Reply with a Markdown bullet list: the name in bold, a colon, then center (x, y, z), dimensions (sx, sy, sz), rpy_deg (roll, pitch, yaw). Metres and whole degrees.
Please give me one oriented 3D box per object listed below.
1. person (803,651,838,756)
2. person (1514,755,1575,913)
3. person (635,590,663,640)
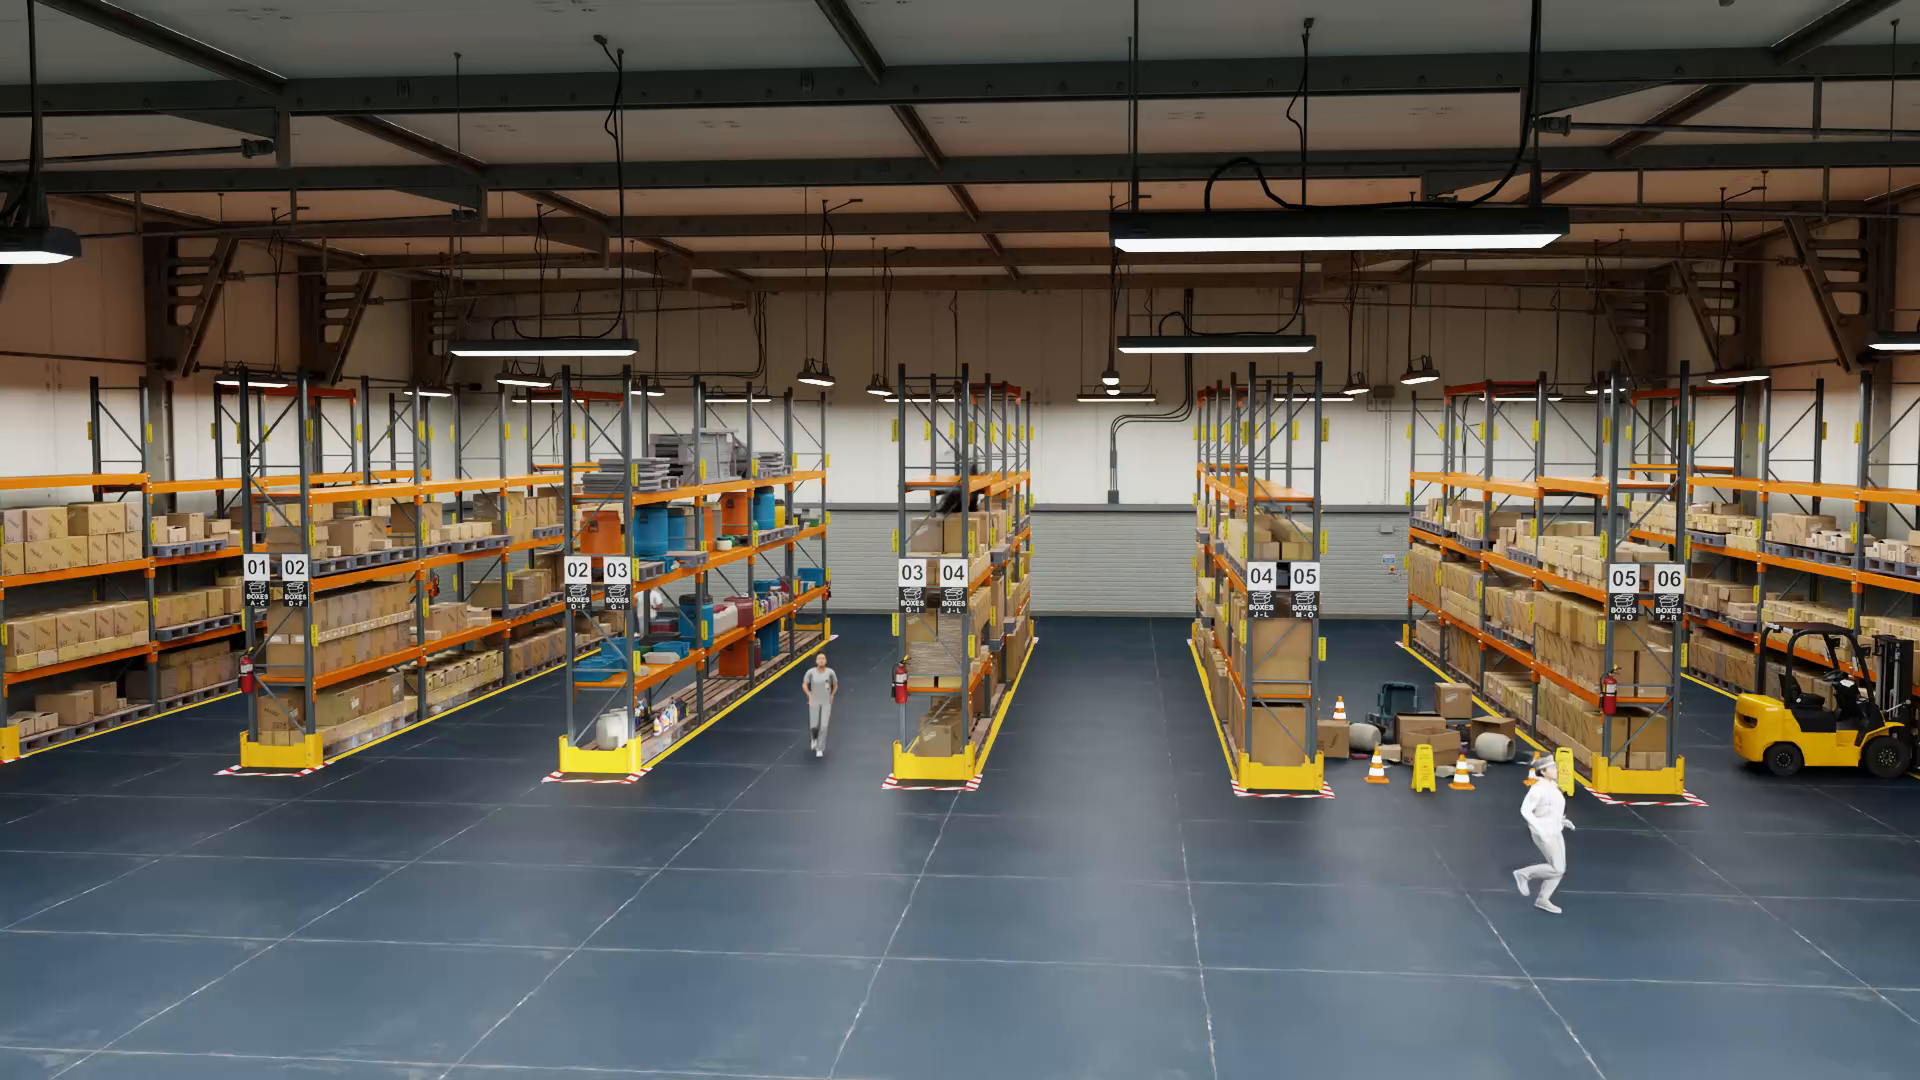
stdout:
- **person**: center (-2.157, 2.533, 25.769), dimensions (0.546, 1.624, 0.554), rpy_deg (-1, 4, -9)
- **person**: center (6.140, 3.066, 17.456), dimensions (0.554, 1.660, 0.616), rpy_deg (3, 5, 42)
- **person**: center (-7.007, 1.725, 37.137), dimensions (0.727, 1.737, 0.998), rpy_deg (0, 4, -2)
